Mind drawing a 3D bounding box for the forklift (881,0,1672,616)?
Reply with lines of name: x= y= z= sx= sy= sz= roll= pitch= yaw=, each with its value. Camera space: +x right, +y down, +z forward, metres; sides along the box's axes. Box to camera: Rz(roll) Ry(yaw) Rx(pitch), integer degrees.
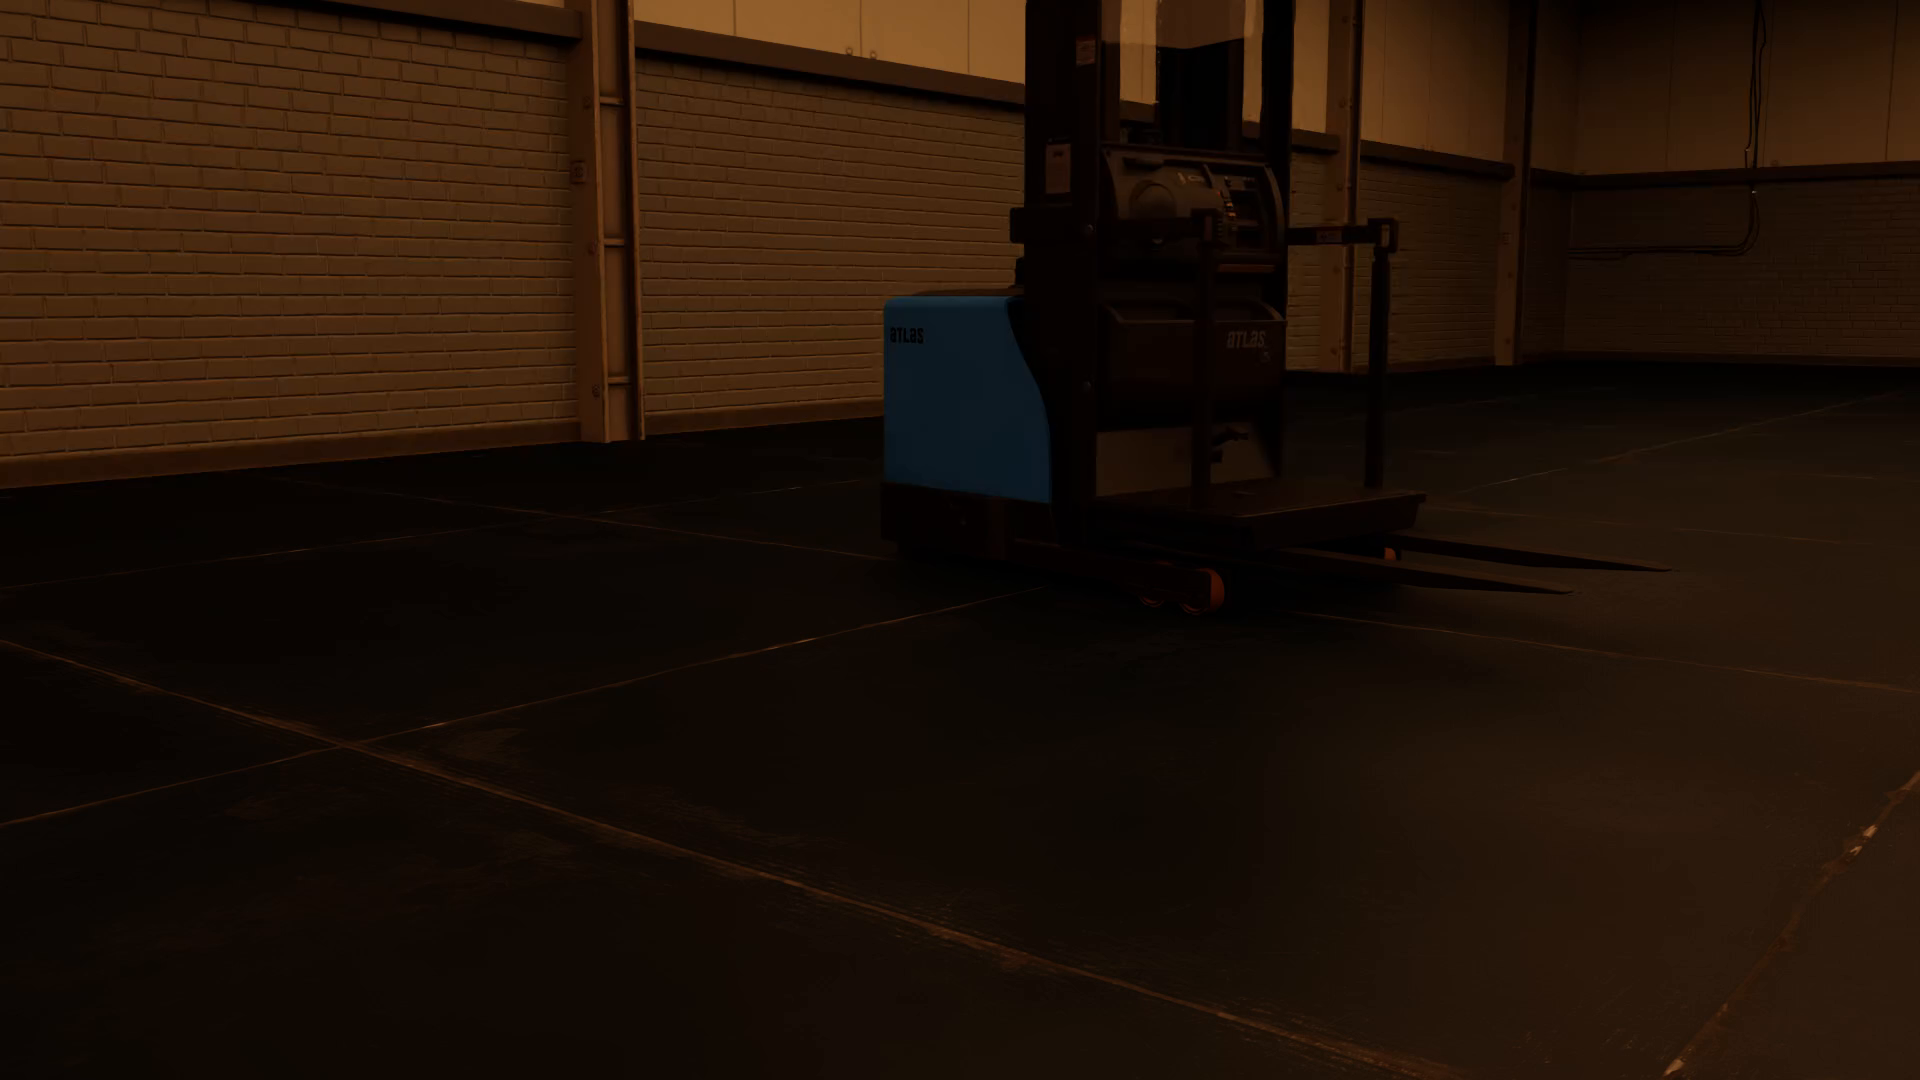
forklift: x=1.013 y=-1.275 z=5.996 sx=1.130 sy=2.935 sz=3.031 roll=-7 pitch=11 yaw=-40
